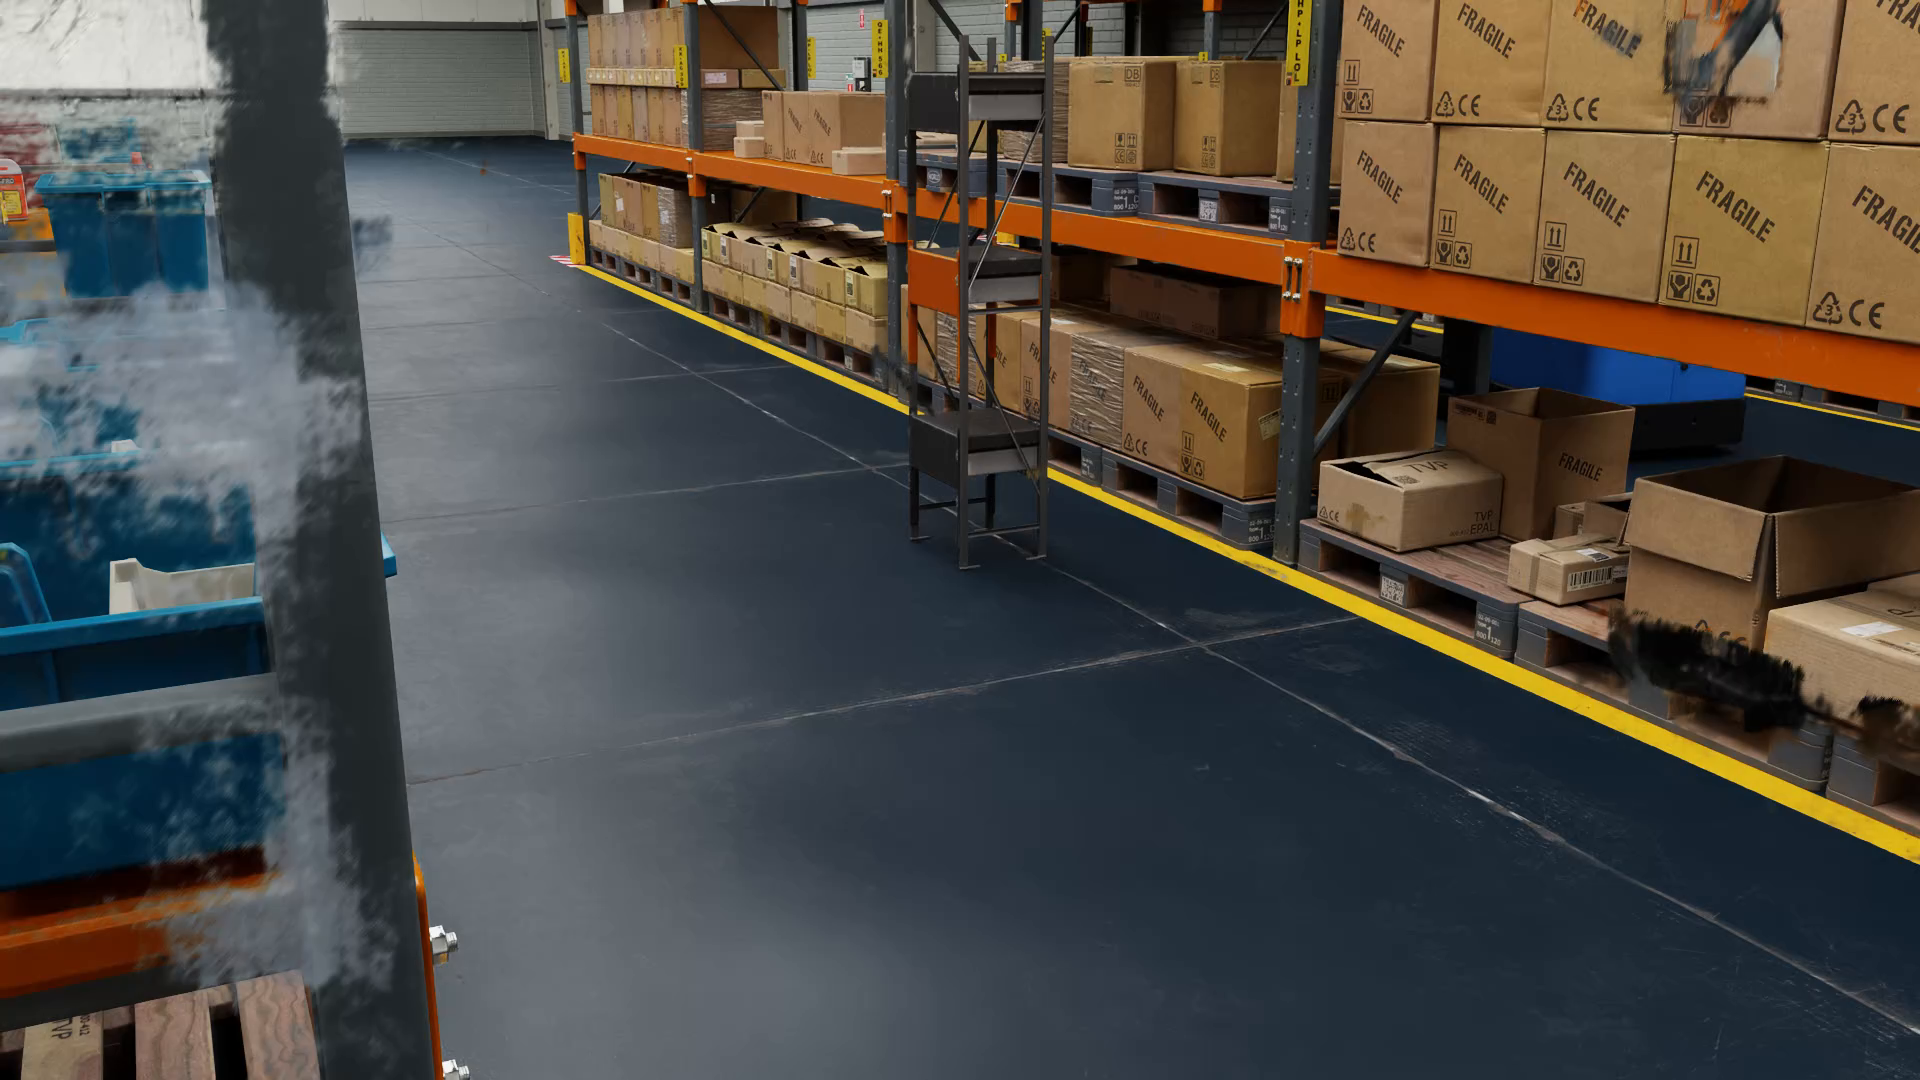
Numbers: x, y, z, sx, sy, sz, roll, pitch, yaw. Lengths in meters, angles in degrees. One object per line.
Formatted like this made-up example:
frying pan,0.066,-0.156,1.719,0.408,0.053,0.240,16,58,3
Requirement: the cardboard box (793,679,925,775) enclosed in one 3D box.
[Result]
cardboard box,-0.422,-1.645,10.750,0.500,0.311,0.500,-7,17,-23

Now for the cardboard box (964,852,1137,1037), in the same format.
cardboard box,0.421,-1.003,9.042,0.500,0.500,0.500,-8,18,-26

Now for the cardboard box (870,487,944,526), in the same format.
cardboard box,-0.189,-2.597,11.024,0.500,0.311,0.500,-8,18,-26

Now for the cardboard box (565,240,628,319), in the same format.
cardboard box,-2.365,-4.417,14.671,0.700,0.500,0.500,-8,18,-25

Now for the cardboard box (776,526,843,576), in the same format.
cardboard box,-0.614,-2.464,10.853,0.380,0.149,0.250,-8,18,-25

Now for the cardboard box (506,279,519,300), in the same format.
cardboard box,-3.498,-4.615,16.537,0.380,0.149,0.250,-8,18,-25

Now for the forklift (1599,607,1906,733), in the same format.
forklift,3.254,-2.214,9.651,1.130,2.935,3.031,-5,17,-15

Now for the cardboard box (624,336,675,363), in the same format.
cardboard box,-2.035,-3.788,13.655,0.380,0.149,0.250,-8,18,-25

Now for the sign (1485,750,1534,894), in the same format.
sign,1.284,-1.891,6.305,0.100,0.325,0.005,-8,18,-25

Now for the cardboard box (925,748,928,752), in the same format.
cardboard box,0.063,-1.440,11.055,0.500,0.250,0.500,-8,18,-25

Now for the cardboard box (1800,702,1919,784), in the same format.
cardboard box,2.235,-1.837,6.222,0.500,0.500,0.500,-8,18,-25

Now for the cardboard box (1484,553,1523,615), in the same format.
cardboard box,3.997,-2.318,13.625,0.700,0.500,0.500,-8,18,-25

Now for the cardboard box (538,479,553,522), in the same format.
cardboard box,-3.000,-2.851,15.972,0.500,0.250,0.500,-8,18,-25

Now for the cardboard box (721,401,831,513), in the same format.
cardboard box,-0.952,-2.987,12.042,0.500,0.500,0.500,-8,18,-25

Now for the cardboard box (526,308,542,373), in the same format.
cardboard box,-3.049,-4.179,16.196,0.700,0.500,0.500,-7,17,-23

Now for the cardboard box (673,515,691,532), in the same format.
cardboard box,-1.645,-2.780,14.364,0.500,0.500,0.500,-8,18,-25

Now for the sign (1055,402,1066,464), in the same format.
sign,0.512,-2.981,10.245,0.100,0.325,0.005,-8,18,-25

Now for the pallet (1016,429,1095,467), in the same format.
pallet,1.333,-3.413,18.761,1.003,0.211,1.213,-8,18,-25

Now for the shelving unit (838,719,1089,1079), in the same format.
shelving unit,0.072,-0.968,6.818,0.431,2.100,0.503,-8,18,-25

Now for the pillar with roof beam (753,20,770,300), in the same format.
pillar with roof beam,-7.067,-10.248,26.647,9.100,9.000,0.400,-8,18,-25

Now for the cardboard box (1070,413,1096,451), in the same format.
cardboard box,1.447,-3.573,18.341,0.500,0.311,0.500,-6,17,-20

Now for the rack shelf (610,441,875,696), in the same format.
rack shelf,-0.847,-2.545,11.985,1.077,0.370,4.000,-8,18,-25

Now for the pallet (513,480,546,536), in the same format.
pallet,-3.103,-2.854,16.811,1.003,0.211,1.213,-8,18,-25

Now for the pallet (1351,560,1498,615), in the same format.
pallet,3.609,-2.150,14.360,1.003,0.211,1.213,-8,18,-25

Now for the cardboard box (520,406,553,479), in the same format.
cardboard box,-3.220,-3.335,16.300,0.500,0.500,0.500,-8,18,-25

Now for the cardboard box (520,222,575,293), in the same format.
cardboard box,-3.025,-4.790,15.971,0.700,0.500,0.500,-8,18,-26

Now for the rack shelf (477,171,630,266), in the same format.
rack shelf,-2.600,-4.978,15.027,1.077,0.370,4.000,-8,18,-25

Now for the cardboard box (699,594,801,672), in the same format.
cardboard box,-1.092,-2.023,12.068,0.500,0.311,0.500,-7,17,-23

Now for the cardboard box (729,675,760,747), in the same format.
cardboard box,-0.868,-1.628,11.710,0.500,0.250,0.500,-7,18,-24

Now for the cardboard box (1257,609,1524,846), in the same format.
cardboard box,1.416,-1.960,7.701,0.700,0.500,0.500,-5,17,-16

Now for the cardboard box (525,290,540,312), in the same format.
cardboard box,-3.163,-4.425,15.875,0.380,0.149,0.250,-8,18,-26

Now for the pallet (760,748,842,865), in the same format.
pallet,-0.297,-1.263,11.270,1.003,0.211,1.213,-8,18,-25

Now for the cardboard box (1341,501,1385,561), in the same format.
cardboard box,3.337,-2.693,14.933,0.700,0.500,0.500,-8,18,-26

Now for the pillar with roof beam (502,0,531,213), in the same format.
pillar with roof beam,-14.953,-14.711,42.200,9.100,9.000,0.400,-8,18,-25

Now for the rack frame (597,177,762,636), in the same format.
rack frame,-1.724,-3.387,13.614,1.000,3.000,0.127,-8,18,-25

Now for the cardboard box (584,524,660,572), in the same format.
cardboard box,-2.333,-2.480,14.680,0.500,0.250,0.500,-8,18,-25

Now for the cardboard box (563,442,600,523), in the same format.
cardboard box,-2.554,-2.965,15.008,0.500,0.500,0.500,-8,18,-25

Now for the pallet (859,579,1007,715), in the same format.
pallet,0.389,-2.143,9.628,1.213,0.211,1.003,-8,18,-25

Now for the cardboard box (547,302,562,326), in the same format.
cardboard box,-2.825,-4.234,15.208,0.380,0.149,0.250,-7,18,-24

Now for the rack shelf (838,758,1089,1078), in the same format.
rack shelf,0.072,-1.628,6.629,0.431,0.518,0.480,-8,18,-25

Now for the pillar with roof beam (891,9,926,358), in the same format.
pillar with roof beam,-4.439,-8.760,21.463,9.100,9.000,0.400,-8,18,-25

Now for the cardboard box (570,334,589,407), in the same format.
cardboard box,-2.377,-3.799,14.869,0.700,0.500,0.500,-7,18,-24

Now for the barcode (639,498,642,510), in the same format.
barcode,-1.986,-2.744,13.370,0.001,0.075,0.075,-8,18,-25

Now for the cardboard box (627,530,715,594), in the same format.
cardboard box,-1.767,-2.404,13.396,0.500,0.311,0.500,-8,18,-25

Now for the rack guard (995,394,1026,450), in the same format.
rack guard,1.009,-3.758,19.438,1.175,0.500,0.348,-8,18,-25

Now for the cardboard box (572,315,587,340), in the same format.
cardboard box,-2.480,-4.040,14.535,0.380,0.149,0.250,-8,18,-25

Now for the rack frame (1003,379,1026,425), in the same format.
rack frame,0.975,-4.978,19.159,1.000,3.000,0.127,-8,18,-25

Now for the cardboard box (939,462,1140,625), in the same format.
cardboard box,0.406,-2.502,9.589,0.500,0.500,0.700,15,22,42

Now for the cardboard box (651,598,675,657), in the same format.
cardboard box,-1.547,-2.010,13.040,0.500,0.250,0.500,-7,18,-24

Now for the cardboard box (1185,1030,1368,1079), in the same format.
cardboard box,1.098,-0.624,7.722,0.500,0.500,0.500,-8,18,-25

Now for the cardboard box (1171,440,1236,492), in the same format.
cardboard box,2.237,-3.249,16.867,0.500,0.500,0.500,-9,18,-29
